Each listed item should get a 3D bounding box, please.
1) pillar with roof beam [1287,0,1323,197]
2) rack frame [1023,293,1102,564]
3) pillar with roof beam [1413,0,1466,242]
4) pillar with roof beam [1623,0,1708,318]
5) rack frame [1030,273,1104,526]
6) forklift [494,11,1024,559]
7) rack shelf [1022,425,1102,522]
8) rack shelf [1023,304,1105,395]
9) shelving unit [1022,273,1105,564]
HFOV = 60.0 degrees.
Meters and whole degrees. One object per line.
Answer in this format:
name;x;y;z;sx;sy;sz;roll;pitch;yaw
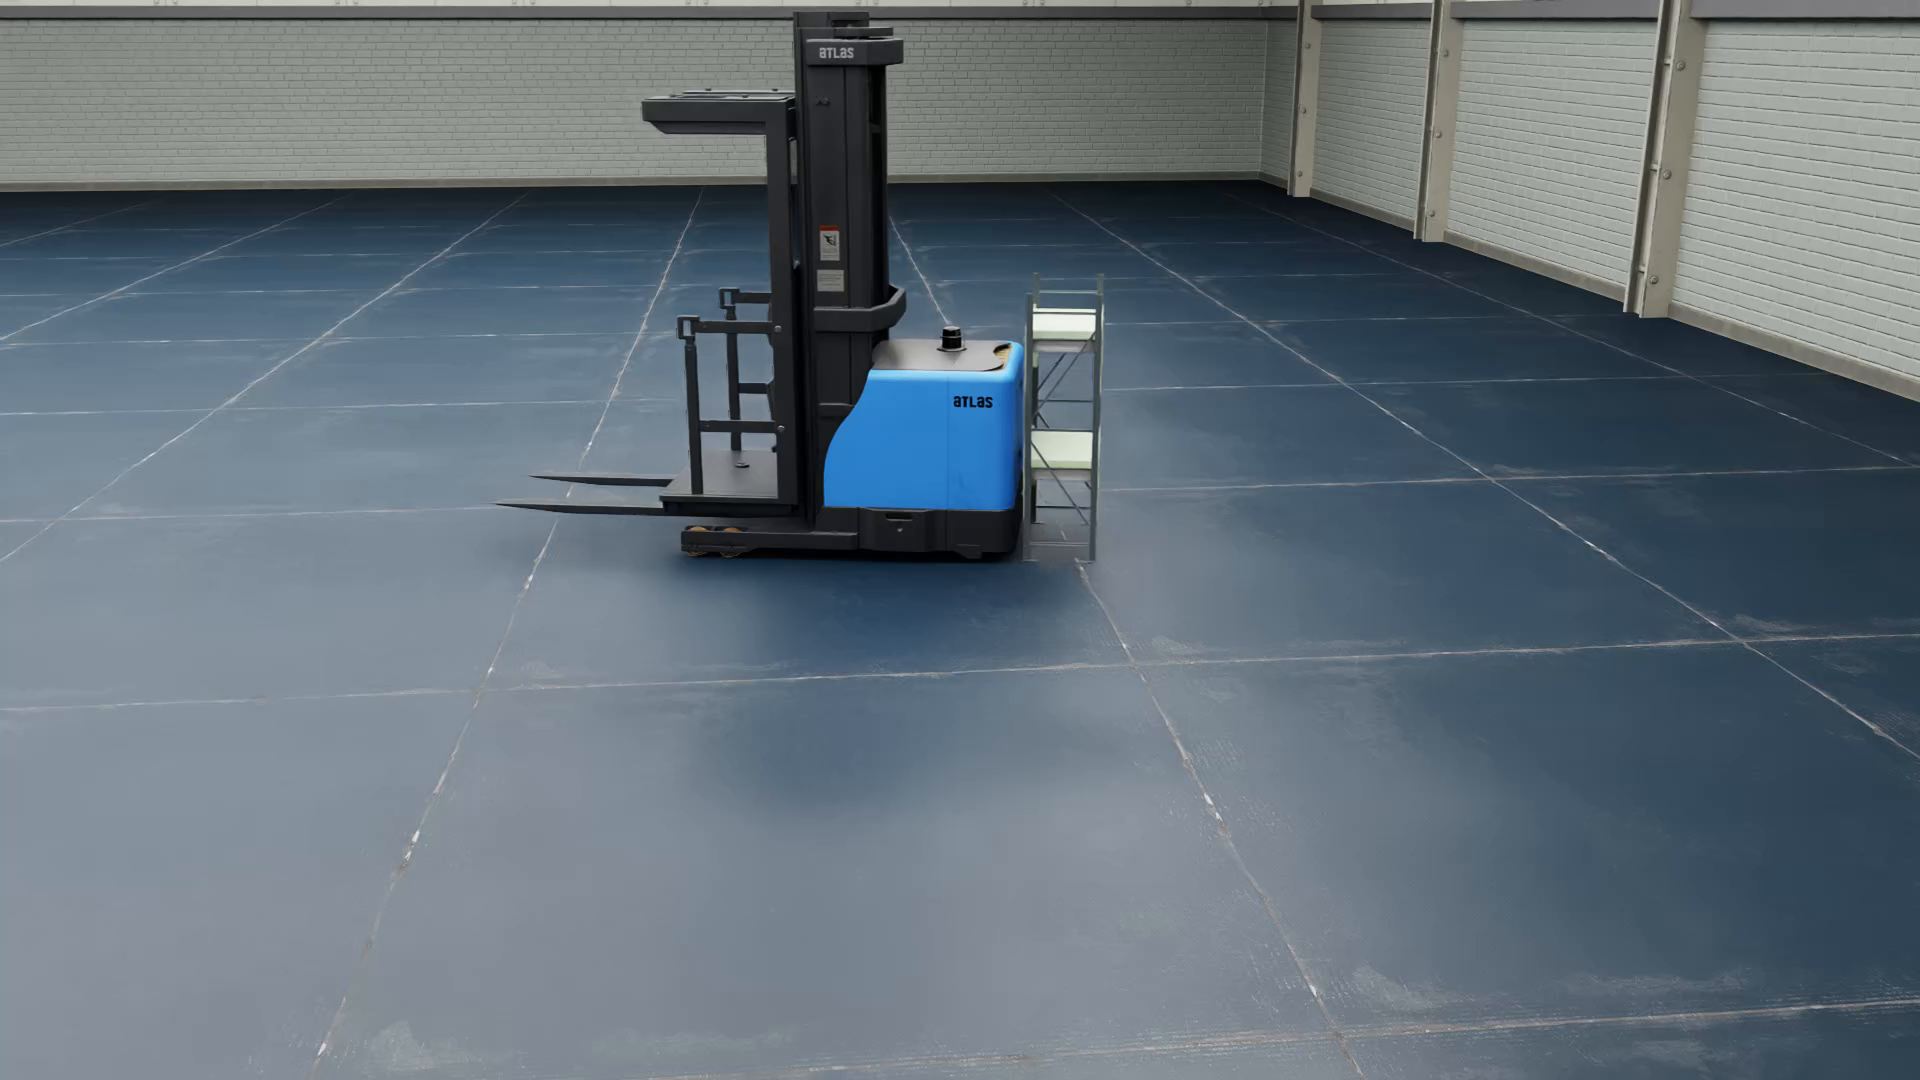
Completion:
pillar with roof beam;1.520;-10.052;26.671;9.100;9.000;0.400;-2;18;-6
rack frame;0.555;-0.592;9.059;0.400;1.500;0.023;2;18;5
pillar with roof beam;2.139;-8.264;20.977;9.100;9.000;0.400;-2;18;-6
pillar with roof beam;2.758;-6.476;15.283;9.100;9.000;0.400;-2;18;-6
rack frame;0.622;-0.811;9.755;0.400;1.500;0.023;2;18;5
forklift;-1.159;-1.455;9.419;3.031;2.935;1.130;2;17;5
rack shelf;0.588;-0.391;9.505;0.431;0.370;0.720;2;18;5
rack shelf;0.589;-1.074;9.290;0.431;0.370;0.720;2;18;5
shelving unit;0.588;-0.702;9.407;0.431;1.500;0.755;2;18;5
